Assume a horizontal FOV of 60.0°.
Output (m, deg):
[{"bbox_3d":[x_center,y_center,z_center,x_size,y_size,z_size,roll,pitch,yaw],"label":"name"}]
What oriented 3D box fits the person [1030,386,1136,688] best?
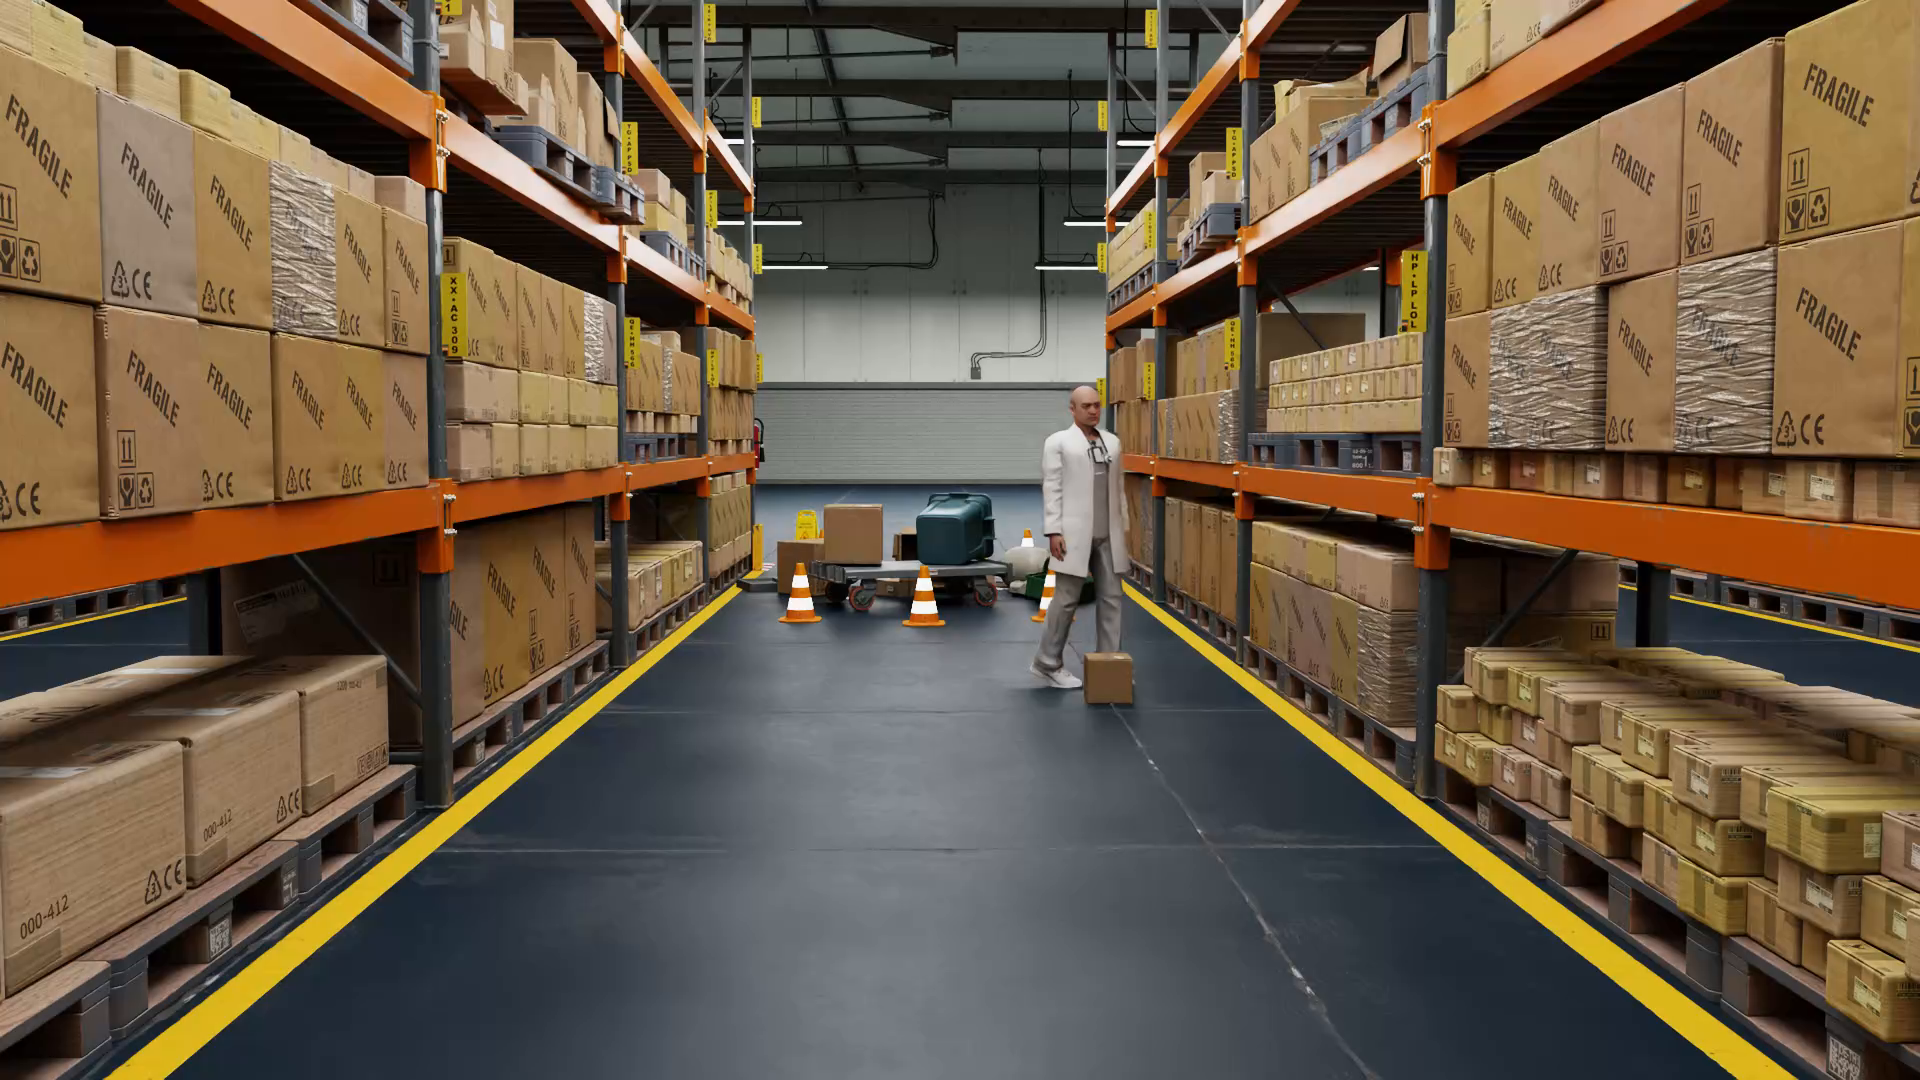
[{"bbox_3d":[0.771,-0.010,9.872,0.611,1.807,0.589,-2,4,-25],"label":"person"}]
